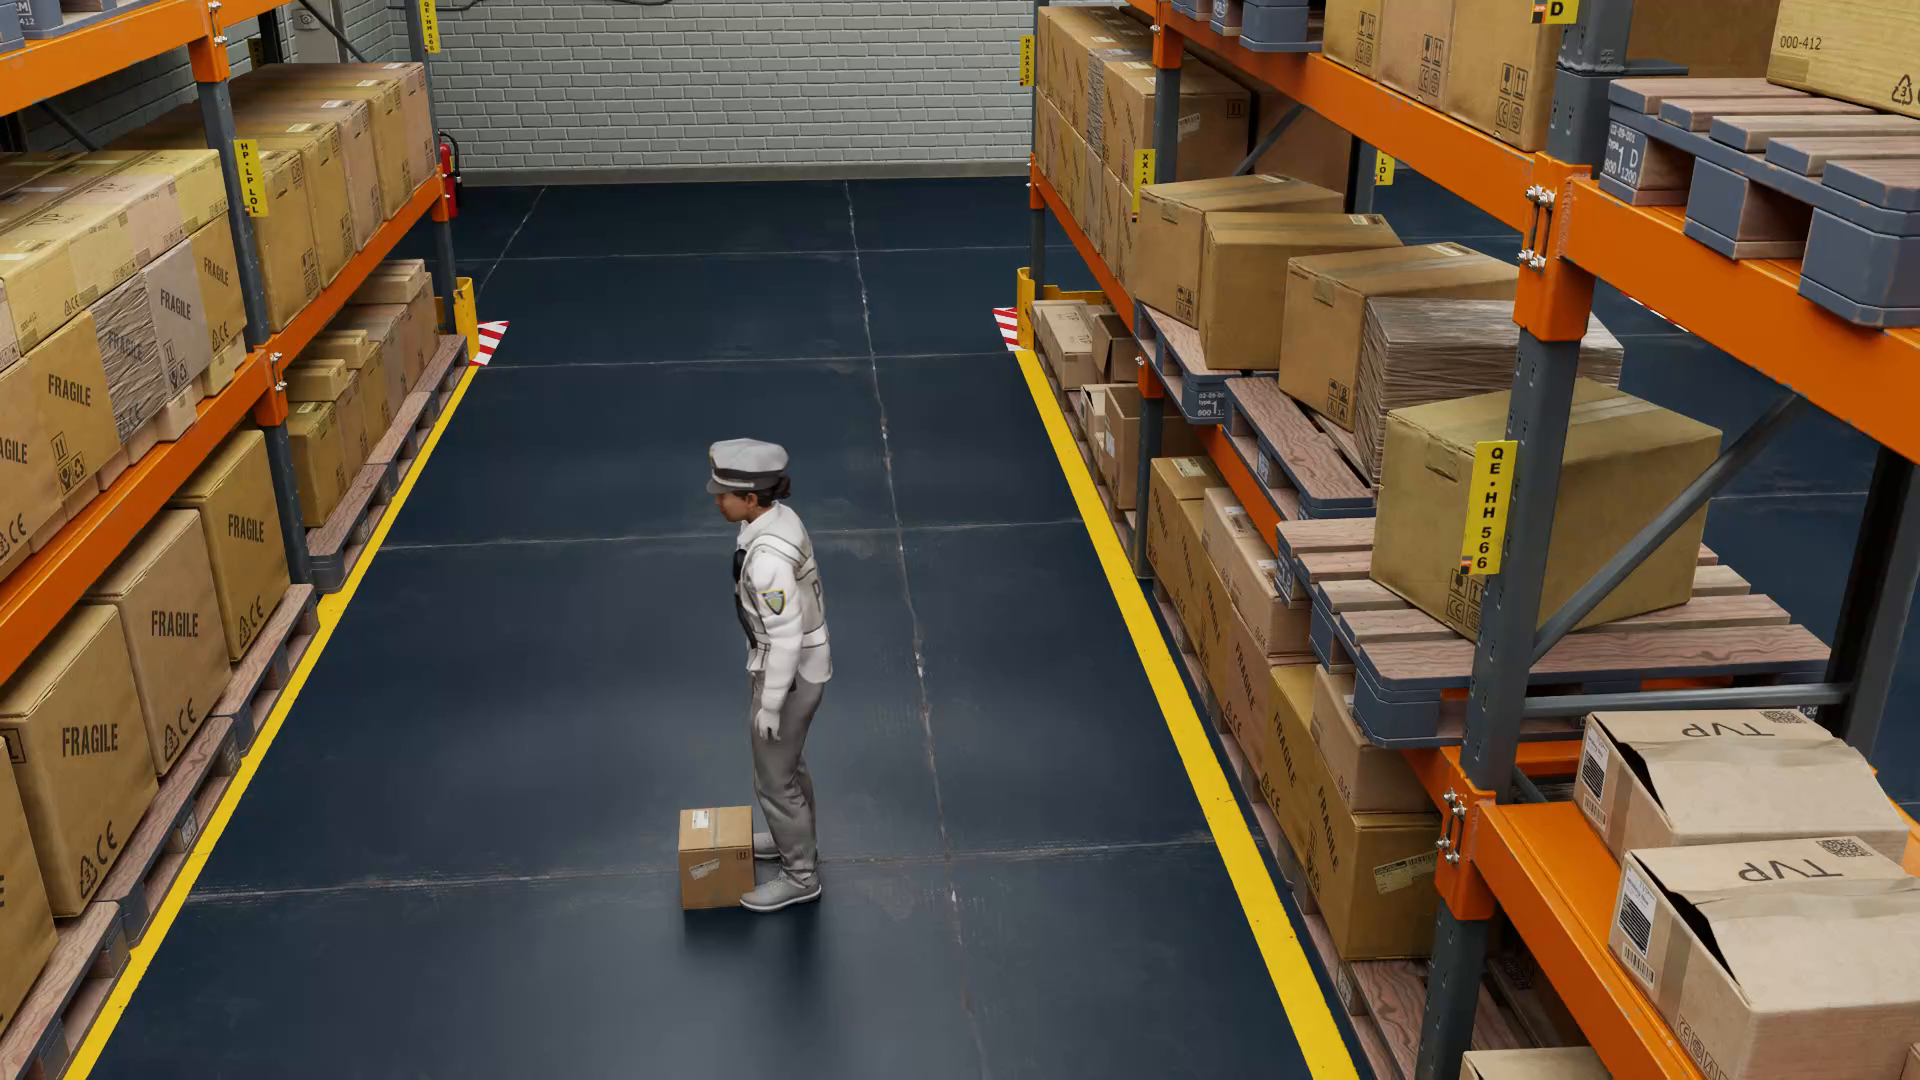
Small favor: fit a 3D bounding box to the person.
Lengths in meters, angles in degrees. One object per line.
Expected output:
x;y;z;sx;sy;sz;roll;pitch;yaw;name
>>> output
-0.616;0.455;5.568;0.378;1.663;0.537;-3;24;-6;person
